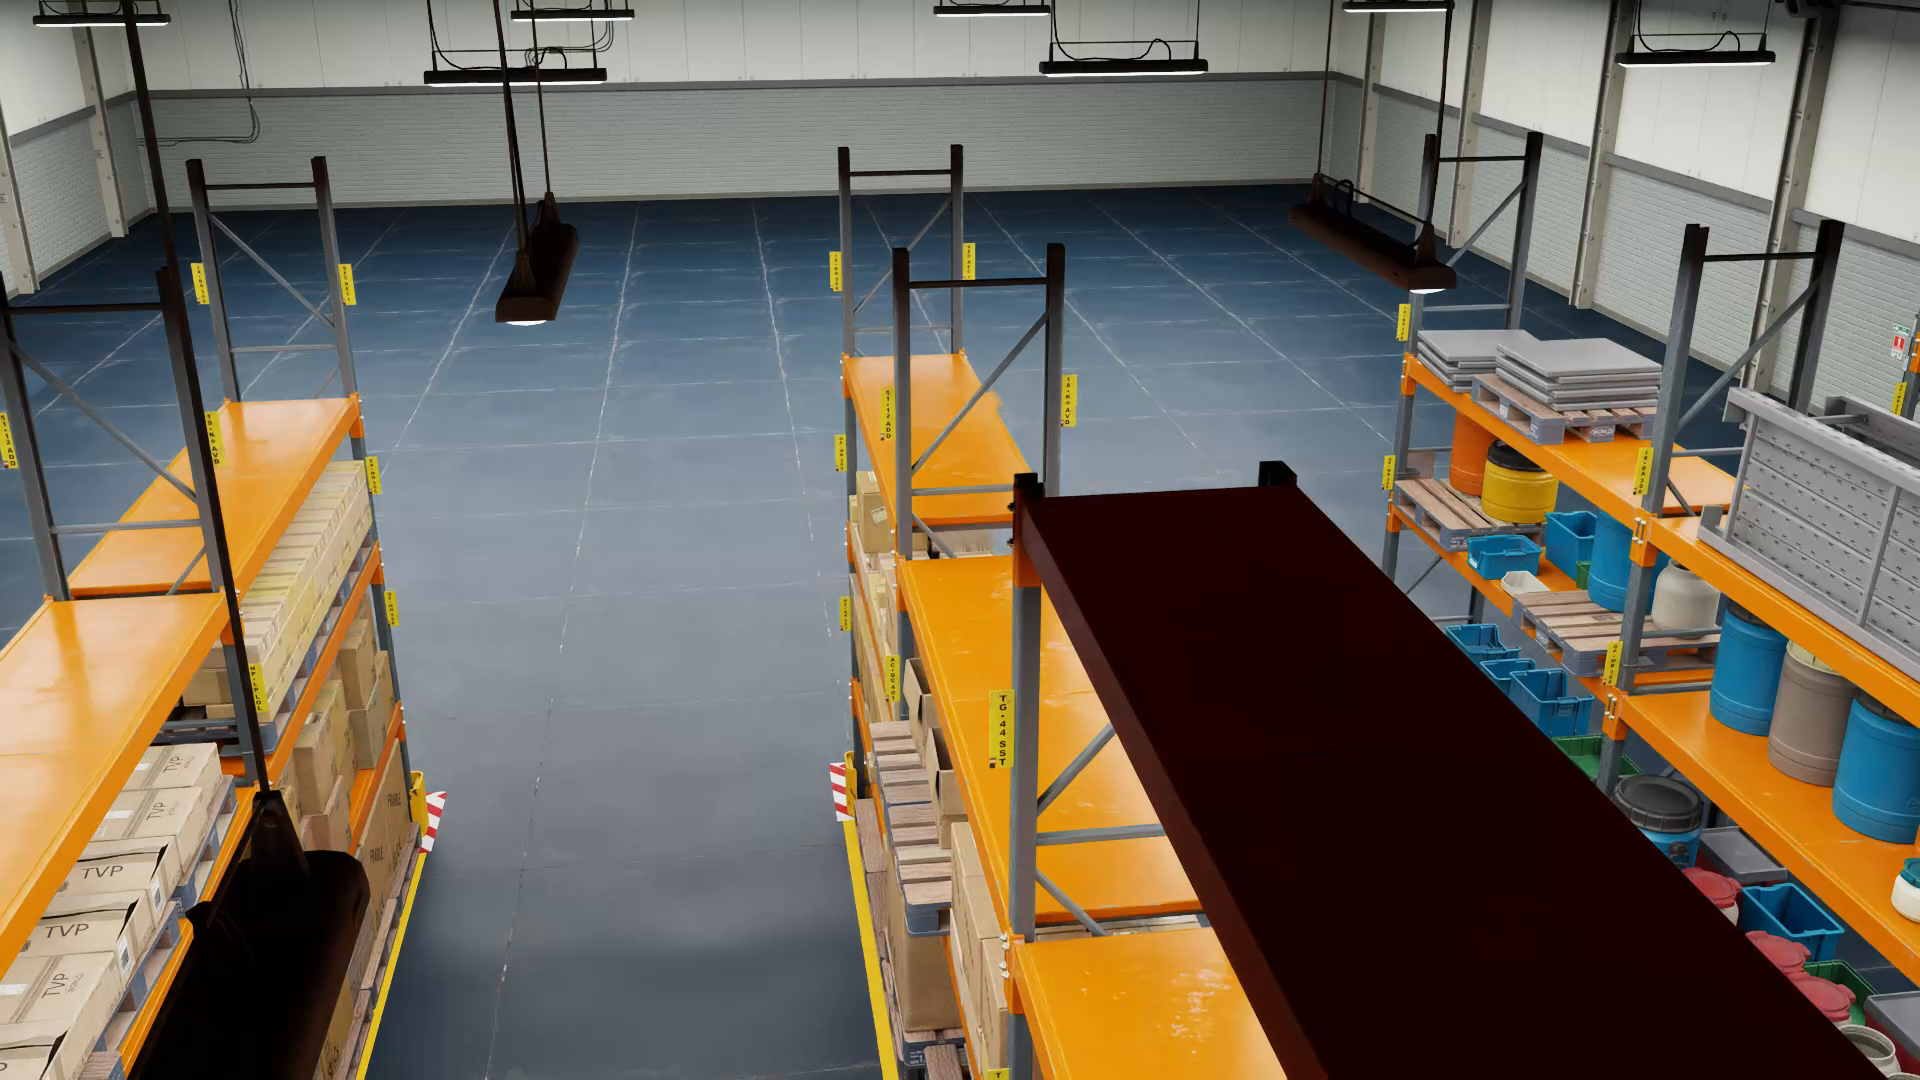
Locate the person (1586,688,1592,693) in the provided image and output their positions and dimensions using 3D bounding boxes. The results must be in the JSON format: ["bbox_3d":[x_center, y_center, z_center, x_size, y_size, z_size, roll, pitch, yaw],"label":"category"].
[{"bbox_3d":[6.841,0.861,17.315,0.397,1.706,0.646,11,24,26],"label":"person"}]
